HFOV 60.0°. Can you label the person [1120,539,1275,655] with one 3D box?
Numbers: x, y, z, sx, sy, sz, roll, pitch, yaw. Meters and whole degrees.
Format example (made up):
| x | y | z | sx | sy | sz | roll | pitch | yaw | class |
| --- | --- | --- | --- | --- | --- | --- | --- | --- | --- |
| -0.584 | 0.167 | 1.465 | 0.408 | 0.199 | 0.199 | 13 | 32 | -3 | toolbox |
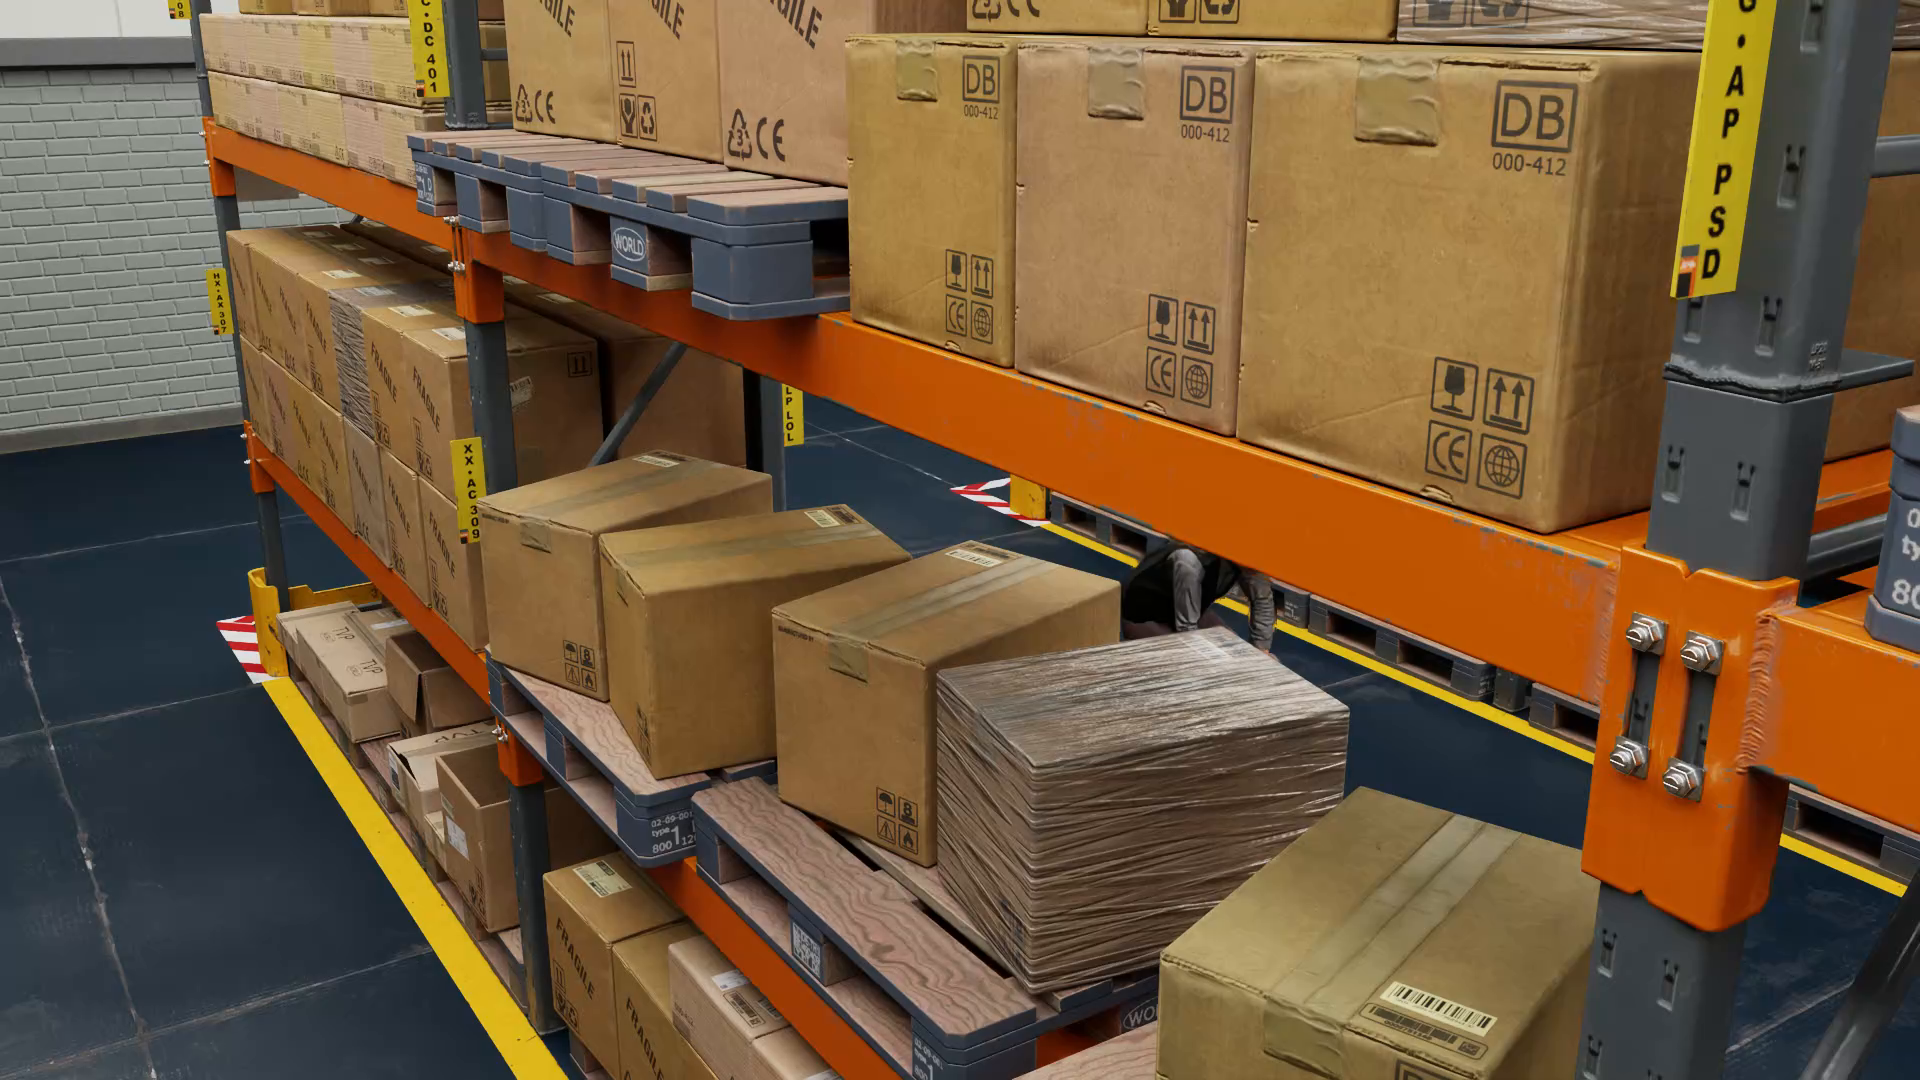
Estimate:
| x | y | z | sx | sy | sz | roll | pitch | yaw | class |
| --- | --- | --- | --- | --- | --- | --- | --- | --- | --- |
| 1.110 | 0.417 | 7.665 | 0.579 | 1.198 | 0.797 | -11 | 21 | -32 | person |
